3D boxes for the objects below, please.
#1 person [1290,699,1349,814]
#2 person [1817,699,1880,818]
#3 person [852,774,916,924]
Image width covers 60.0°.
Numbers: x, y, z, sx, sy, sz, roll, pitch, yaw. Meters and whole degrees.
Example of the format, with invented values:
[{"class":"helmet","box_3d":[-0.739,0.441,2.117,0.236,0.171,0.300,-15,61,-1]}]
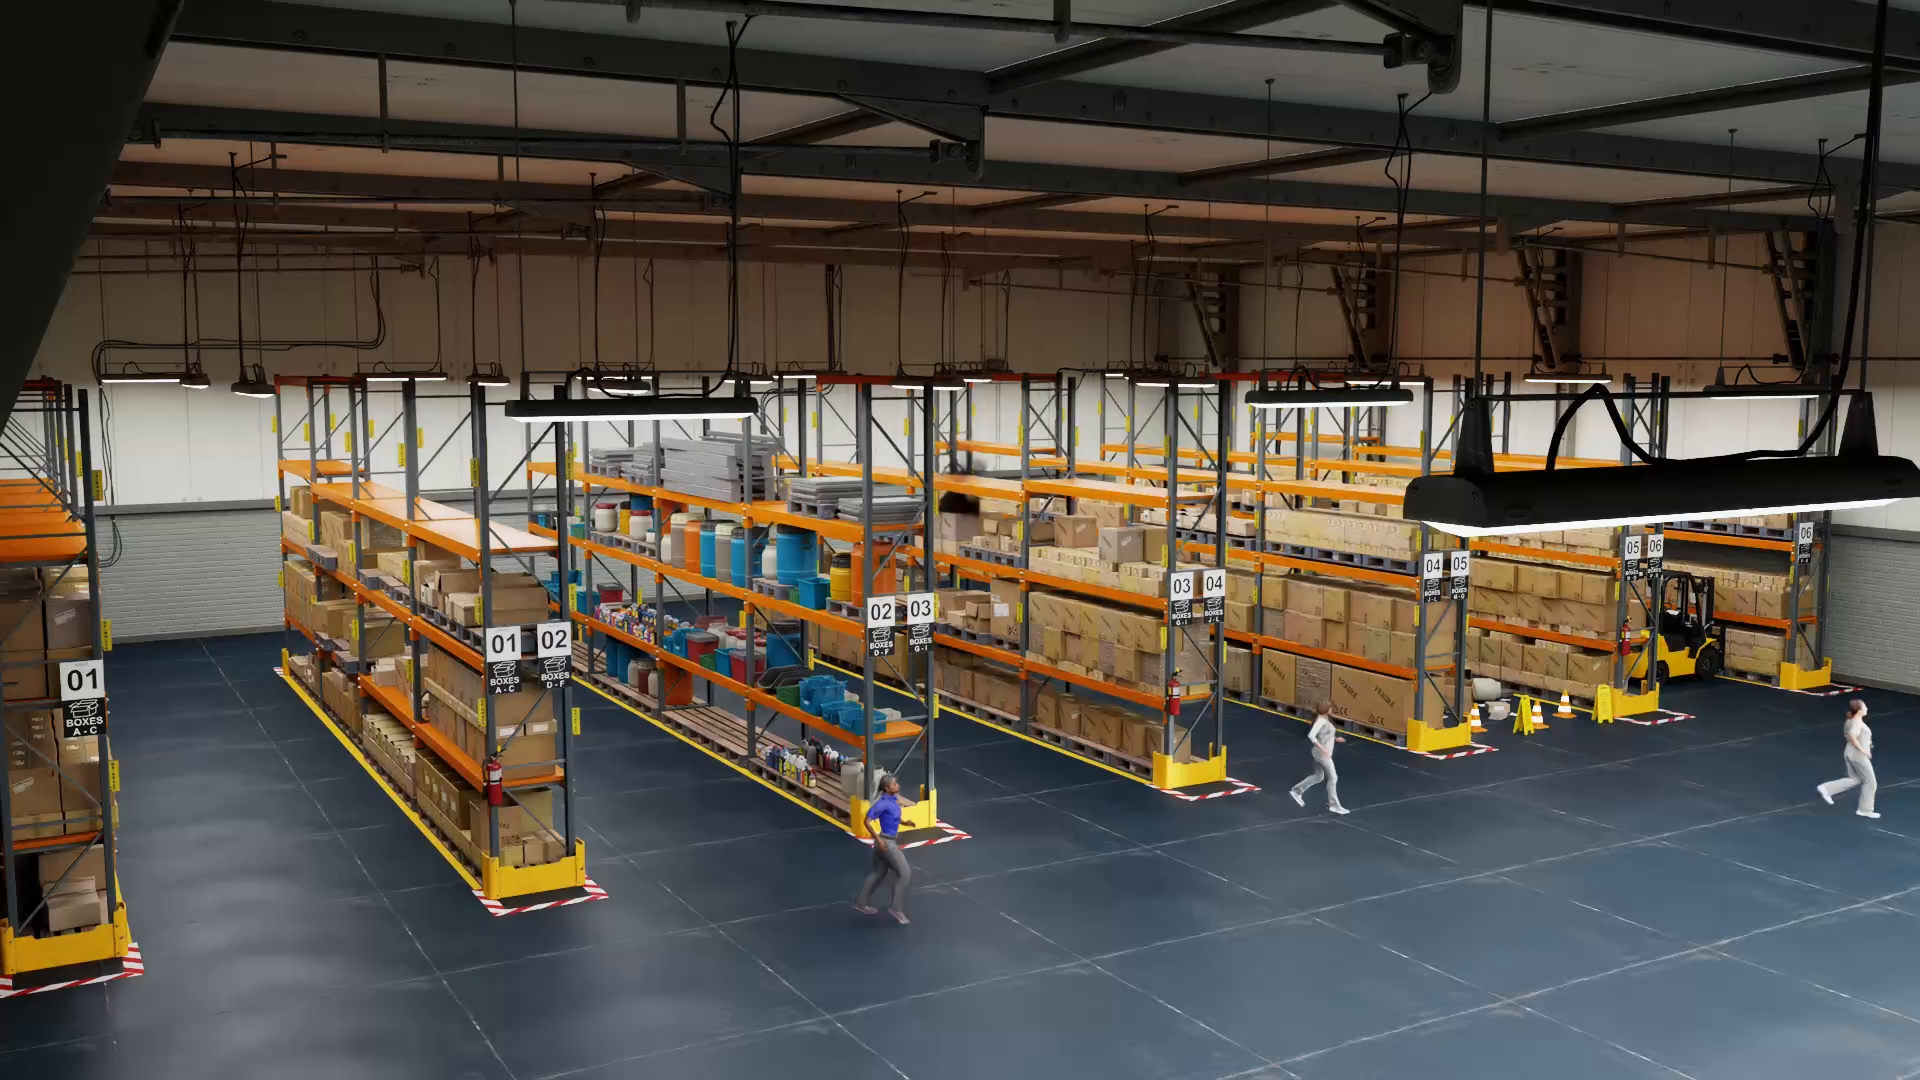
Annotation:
[{"class":"person","box_3d":[5.012,3.001,23.116,0.819,1.600,0.546,1,6,10]},{"class":"person","box_3d":[12.331,3.014,22.970,0.818,1.660,0.566,1,6,8]},{"class":"person","box_3d":[-0.856,3.482,18.726,0.735,1.706,0.554,0,6,0]}]
